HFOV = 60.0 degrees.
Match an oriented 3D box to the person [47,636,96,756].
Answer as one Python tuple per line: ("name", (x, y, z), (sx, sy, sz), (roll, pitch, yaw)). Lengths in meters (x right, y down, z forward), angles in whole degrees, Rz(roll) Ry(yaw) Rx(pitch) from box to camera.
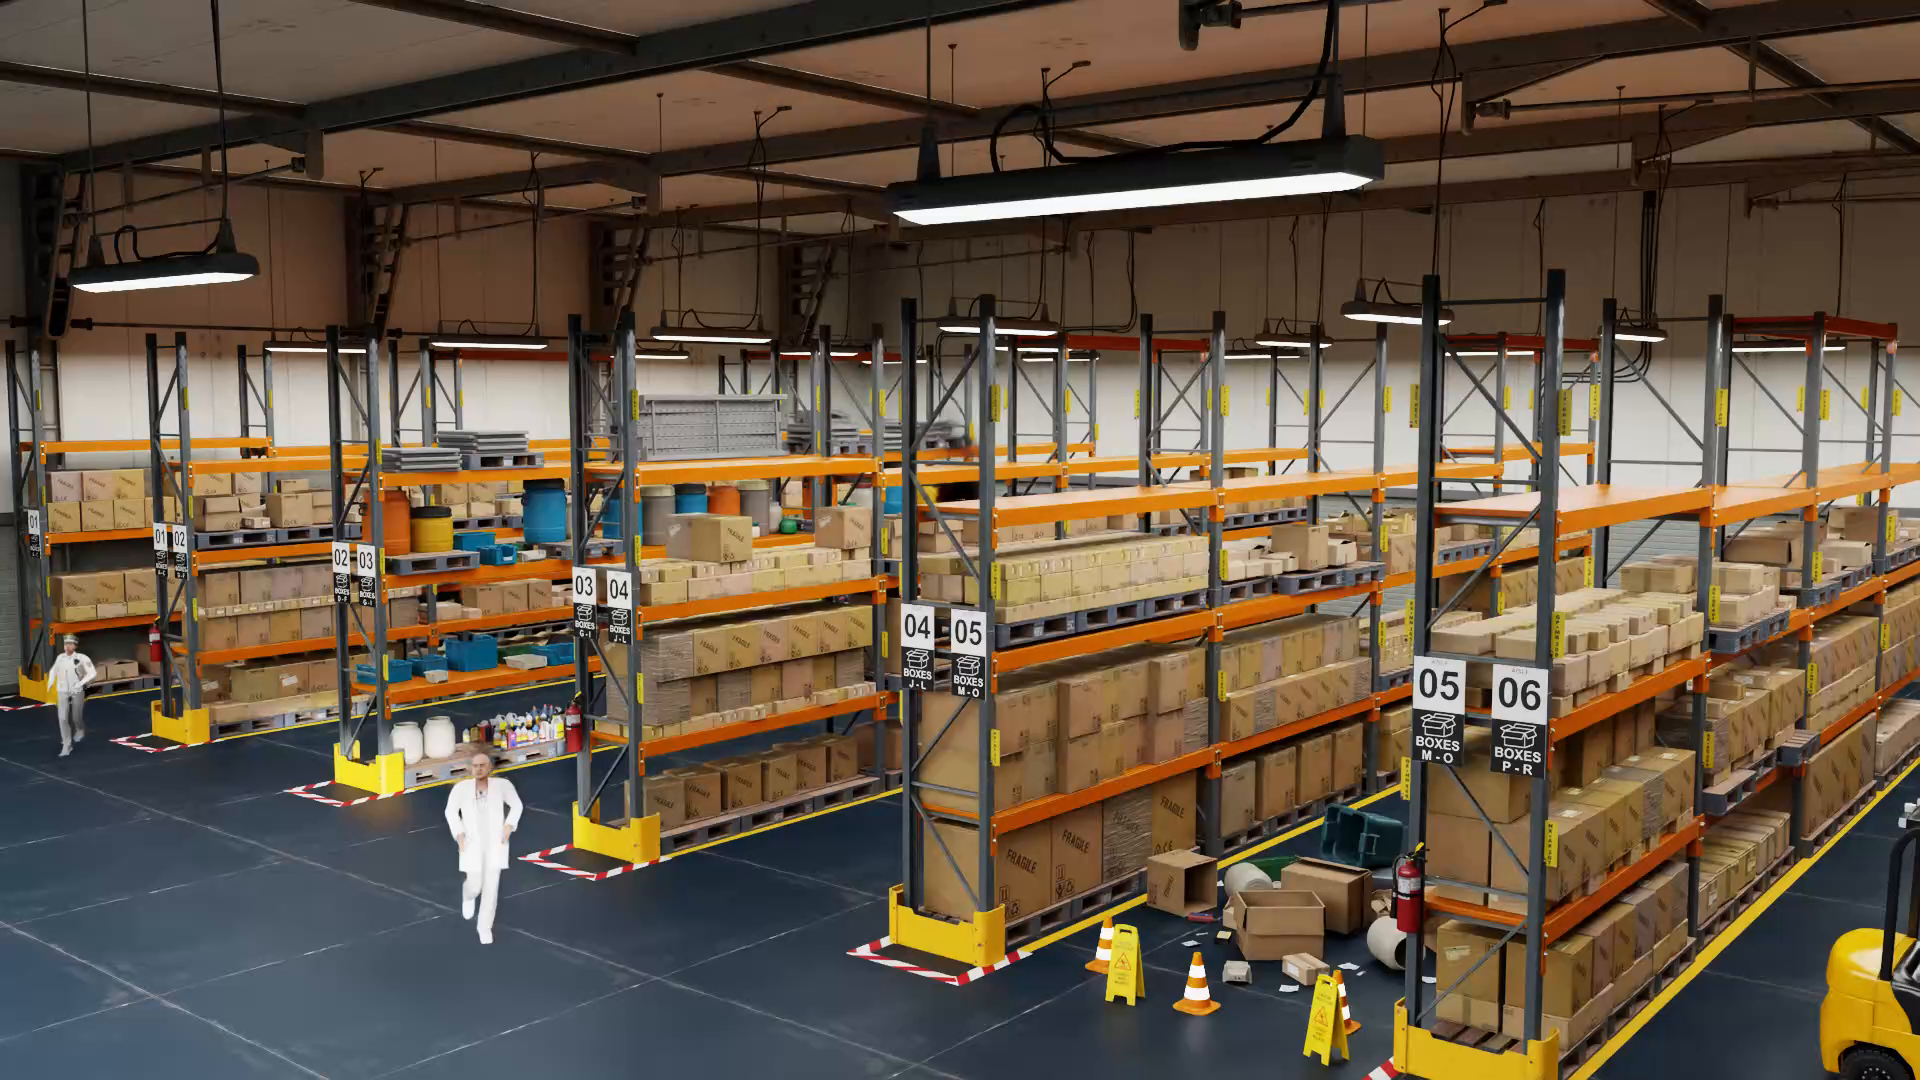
("person", (-12.731, 2.207, 23.849), (0.661, 1.706, 0.790), (-1, 5, -14))

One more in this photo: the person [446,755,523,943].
("person", (-4.487, 2.891, 15.728), (0.705, 1.750, 0.687), (-1, 5, -15))

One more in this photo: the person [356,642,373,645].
("person", (-10.268, 1.681, 28.847), (0.623, 1.838, 0.850), (5, 7, 42))
